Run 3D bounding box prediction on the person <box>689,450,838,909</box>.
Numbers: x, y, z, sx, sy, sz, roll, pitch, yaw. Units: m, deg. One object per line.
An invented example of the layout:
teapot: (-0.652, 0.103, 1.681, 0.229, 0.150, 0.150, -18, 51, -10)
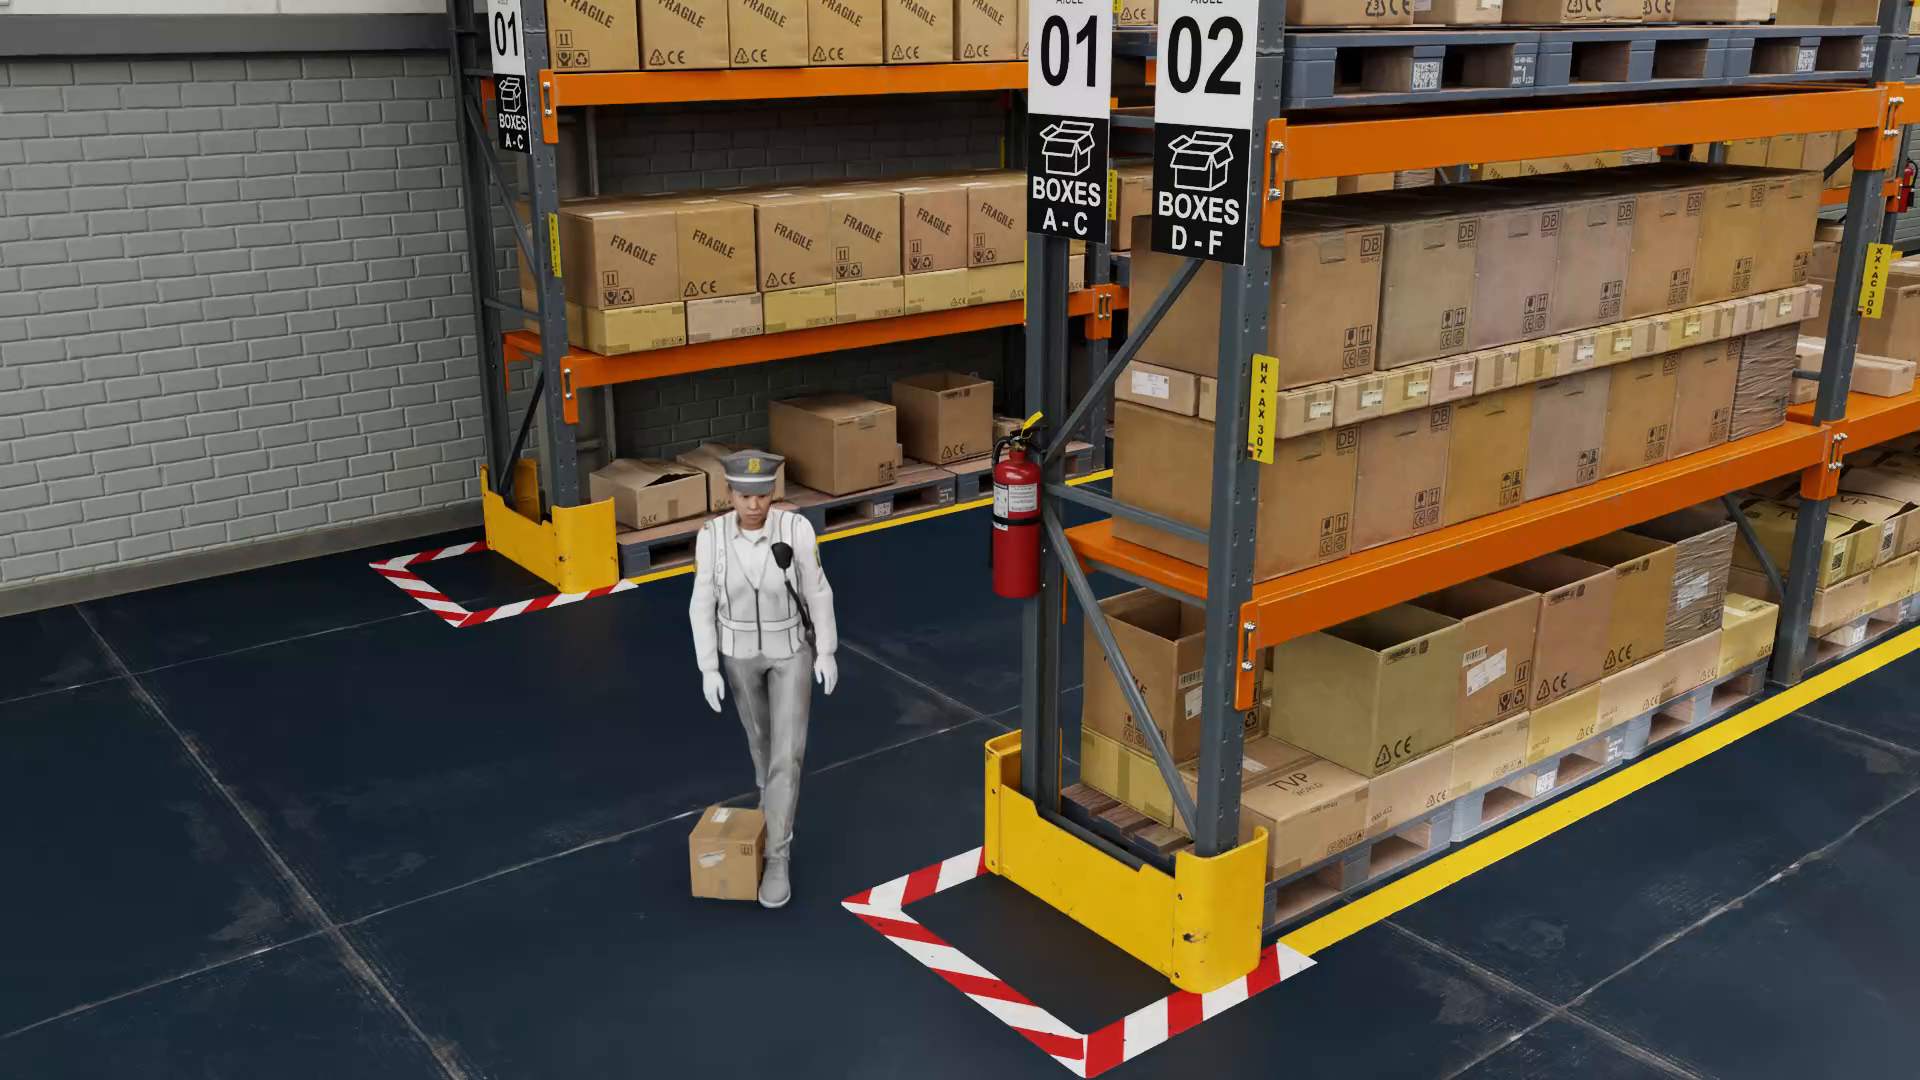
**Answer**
person: (-0.725, 0.436, 6.169, 0.531, 1.634, 0.849, 1, 18, 3)
